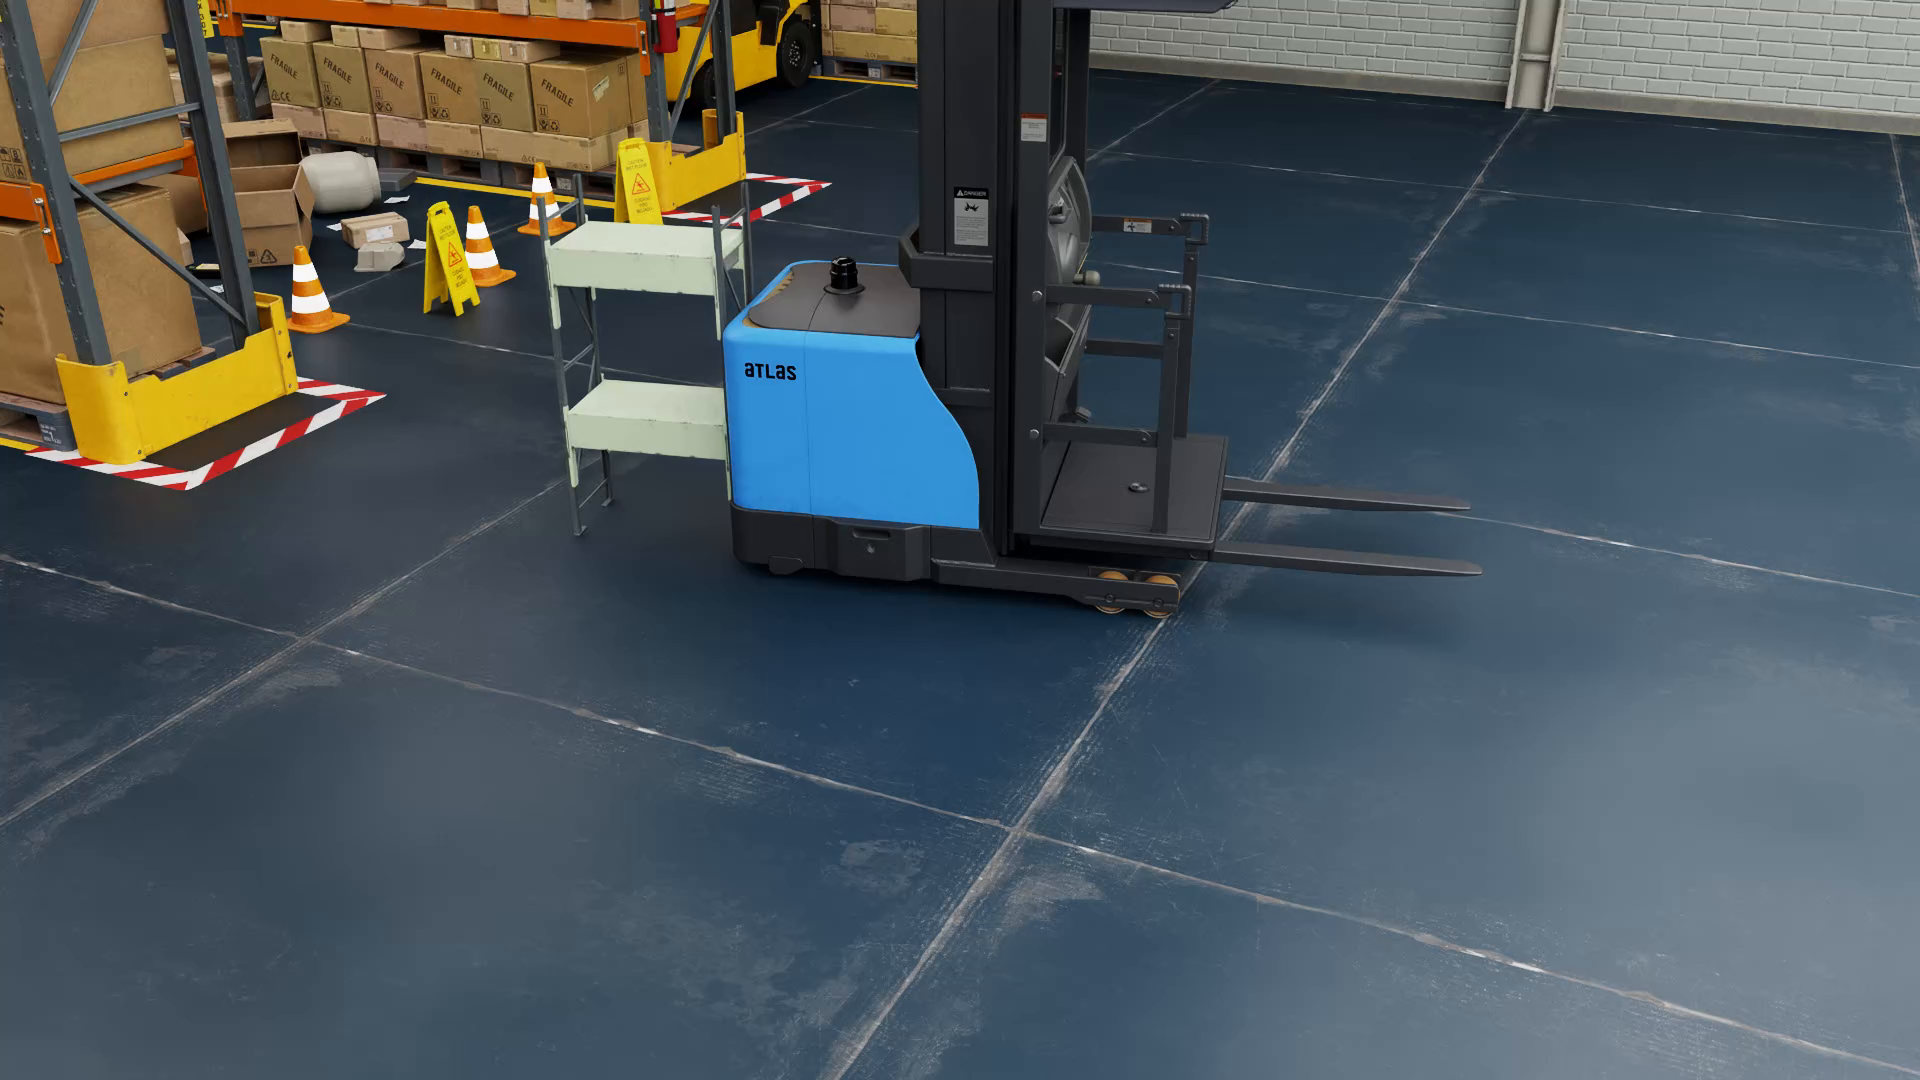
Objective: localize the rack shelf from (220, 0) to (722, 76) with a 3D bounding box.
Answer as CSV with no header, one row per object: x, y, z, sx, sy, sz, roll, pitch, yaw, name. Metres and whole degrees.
-3.799,-4.017,12.828,4.000,0.370,1.077,11,28,22,rack shelf

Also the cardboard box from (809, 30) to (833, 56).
-1.386,-5.074,16.798,0.500,0.250,0.500,12,29,22,cardboard box

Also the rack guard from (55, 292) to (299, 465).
-3.913,-0.840,8.389,0.348,0.500,1.175,11,28,22,rack guard

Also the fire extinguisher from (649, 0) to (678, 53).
-2.065,-3.733,11.524,0.183,0.674,0.296,11,28,22,fire extinguisher

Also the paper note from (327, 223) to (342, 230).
-4.374,-2.225,11.748,0.142,0.019,0.148,23,35,39,paper note

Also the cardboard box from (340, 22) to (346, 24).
-4.970,-3.996,13.760,0.500,0.500,0.500,11,28,21,cardboard box

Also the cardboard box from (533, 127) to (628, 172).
-2.847,-2.973,12.530,0.500,0.250,0.500,11,28,22,cardboard box

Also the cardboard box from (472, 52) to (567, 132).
-3.292,-3.401,12.551,0.500,0.500,0.500,12,29,24,cardboard box

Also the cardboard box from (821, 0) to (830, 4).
-1.406,-5.512,16.555,0.500,0.250,0.500,12,29,22,cardboard box

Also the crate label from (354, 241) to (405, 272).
-3.795,-1.860,10.873,0.298,0.136,0.250,-2,26,-5,crate label

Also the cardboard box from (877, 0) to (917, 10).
-0.475,-5.333,16.191,0.500,0.250,0.500,12,29,24,cardboard box

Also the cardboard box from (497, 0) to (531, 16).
-3.155,-3.936,12.133,0.250,0.149,0.380,12,29,23,cardboard box

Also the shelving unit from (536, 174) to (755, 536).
-1.281,-0.744,7.063,0.755,1.500,0.431,5,27,10,shelving unit

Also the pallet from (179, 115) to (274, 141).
-6.329,-3.596,14.315,1.213,0.211,1.003,11,28,22,pallet

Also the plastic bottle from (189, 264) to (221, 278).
-4.834,-1.731,10.696,0.283,0.061,0.133,2,26,4,plastic bottle

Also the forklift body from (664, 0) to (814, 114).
-2.408,-5.203,15.383,1.214,2.155,2.313,11,28,22,forklift body

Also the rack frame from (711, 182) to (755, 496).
-0.922,-0.712,6.999,0.023,1.500,0.400,5,27,10,rack frame

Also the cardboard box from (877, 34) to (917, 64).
-0.485,-4.884,16.412,0.500,0.250,0.500,12,28,22,cardboard box

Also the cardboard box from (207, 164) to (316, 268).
-4.625,-2.157,11.062,0.637,0.503,0.797,-7,27,-14,cardboard box

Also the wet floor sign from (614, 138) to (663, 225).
-2.248,-2.453,11.502,0.232,0.644,0.267,23,35,39,wet floor sign

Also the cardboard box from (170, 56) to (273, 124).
-6.098,-3.810,14.092,0.625,0.372,0.950,12,29,22,cardboard box

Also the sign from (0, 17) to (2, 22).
-4.172,-2.375,7.100,0.005,0.325,0.100,11,28,22,sign

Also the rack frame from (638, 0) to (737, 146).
-1.978,-3.974,11.926,0.127,3.000,1.000,11,28,22,rack frame

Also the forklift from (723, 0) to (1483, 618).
0.618,-1.260,6.491,3.031,2.935,1.130,5,27,10,forklift

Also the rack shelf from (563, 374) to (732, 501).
-1.281,-0.452,7.207,0.720,0.370,0.431,5,27,10,rack shelf

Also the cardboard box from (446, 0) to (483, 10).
-3.600,-4.050,12.364,0.250,0.149,0.380,11,28,21,cardboard box

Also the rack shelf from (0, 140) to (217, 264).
-5.756,-2.008,8.748,4.000,0.370,1.077,11,28,22,rack shelf

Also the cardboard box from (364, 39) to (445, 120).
-4.231,-3.592,12.938,0.500,0.500,0.500,13,29,24,cardboard box

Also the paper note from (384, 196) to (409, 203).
-4.187,-2.535,12.365,0.148,0.019,0.142,2,26,4,paper note

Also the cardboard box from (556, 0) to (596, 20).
-2.684,-3.846,11.949,0.250,0.149,0.380,11,28,21,cardboard box

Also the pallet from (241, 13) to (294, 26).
-7.873,-6.334,19.876,1.213,0.211,1.003,11,28,22,pallet

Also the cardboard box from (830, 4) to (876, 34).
-0.951,-5.209,16.506,0.500,0.250,0.500,11,28,21,cardboard box

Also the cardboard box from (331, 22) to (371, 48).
-4.637,-3.931,12.893,0.250,0.149,0.380,13,29,24,cardboard box

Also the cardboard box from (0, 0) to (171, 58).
-4.257,-2.601,7.744,0.550,0.550,0.875,11,28,22,cardboard box

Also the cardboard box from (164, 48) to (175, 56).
-7.387,-4.066,14.613,0.625,0.372,0.950,12,29,23,cardboard box

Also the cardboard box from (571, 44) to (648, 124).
-2.620,-3.528,12.809,0.500,0.500,0.500,10,28,20,cardboard box

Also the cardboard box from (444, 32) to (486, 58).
-3.644,-3.734,12.493,0.250,0.149,0.380,13,29,24,cardboard box

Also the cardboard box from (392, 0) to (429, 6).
-4.064,-4.134,12.535,0.250,0.149,0.380,11,28,22,cardboard box

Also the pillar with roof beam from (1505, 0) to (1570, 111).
3.492,-6.324,9.907,0.400,9.000,9.100,11,28,22,pillar with roof beam

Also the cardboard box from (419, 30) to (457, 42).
-4.041,-3.811,13.384,0.500,0.500,0.500,13,29,24,cardboard box

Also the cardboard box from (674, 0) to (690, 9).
-2.202,-4.007,12.277,0.250,0.149,0.380,11,28,22,cardboard box

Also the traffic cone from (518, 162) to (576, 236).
-2.904,-2.396,11.593,0.334,0.463,0.336,11,28,22,traffic cone

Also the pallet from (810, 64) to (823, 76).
-1.747,-5.066,17.301,1.213,0.211,1.003,11,28,22,pallet

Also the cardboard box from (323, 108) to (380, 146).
-4.703,-3.351,13.297,0.500,0.250,0.500,13,29,25,cardboard box

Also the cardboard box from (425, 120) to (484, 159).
-3.772,-3.160,12.910,0.500,0.250,0.500,10,28,20,cardboard box

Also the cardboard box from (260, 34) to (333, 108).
-5.194,-3.780,13.321,0.500,0.500,0.500,13,29,24,cardboard box

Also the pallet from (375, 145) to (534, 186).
-3.879,-3.123,13.355,1.213,0.211,1.003,11,28,22,pallet

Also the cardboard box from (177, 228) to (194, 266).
-5.249,-1.896,10.801,0.258,0.266,0.396,17,31,31,cardboard box

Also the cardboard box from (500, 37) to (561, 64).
-3.177,-3.638,12.298,0.250,0.149,0.380,12,29,23,cardboard box
